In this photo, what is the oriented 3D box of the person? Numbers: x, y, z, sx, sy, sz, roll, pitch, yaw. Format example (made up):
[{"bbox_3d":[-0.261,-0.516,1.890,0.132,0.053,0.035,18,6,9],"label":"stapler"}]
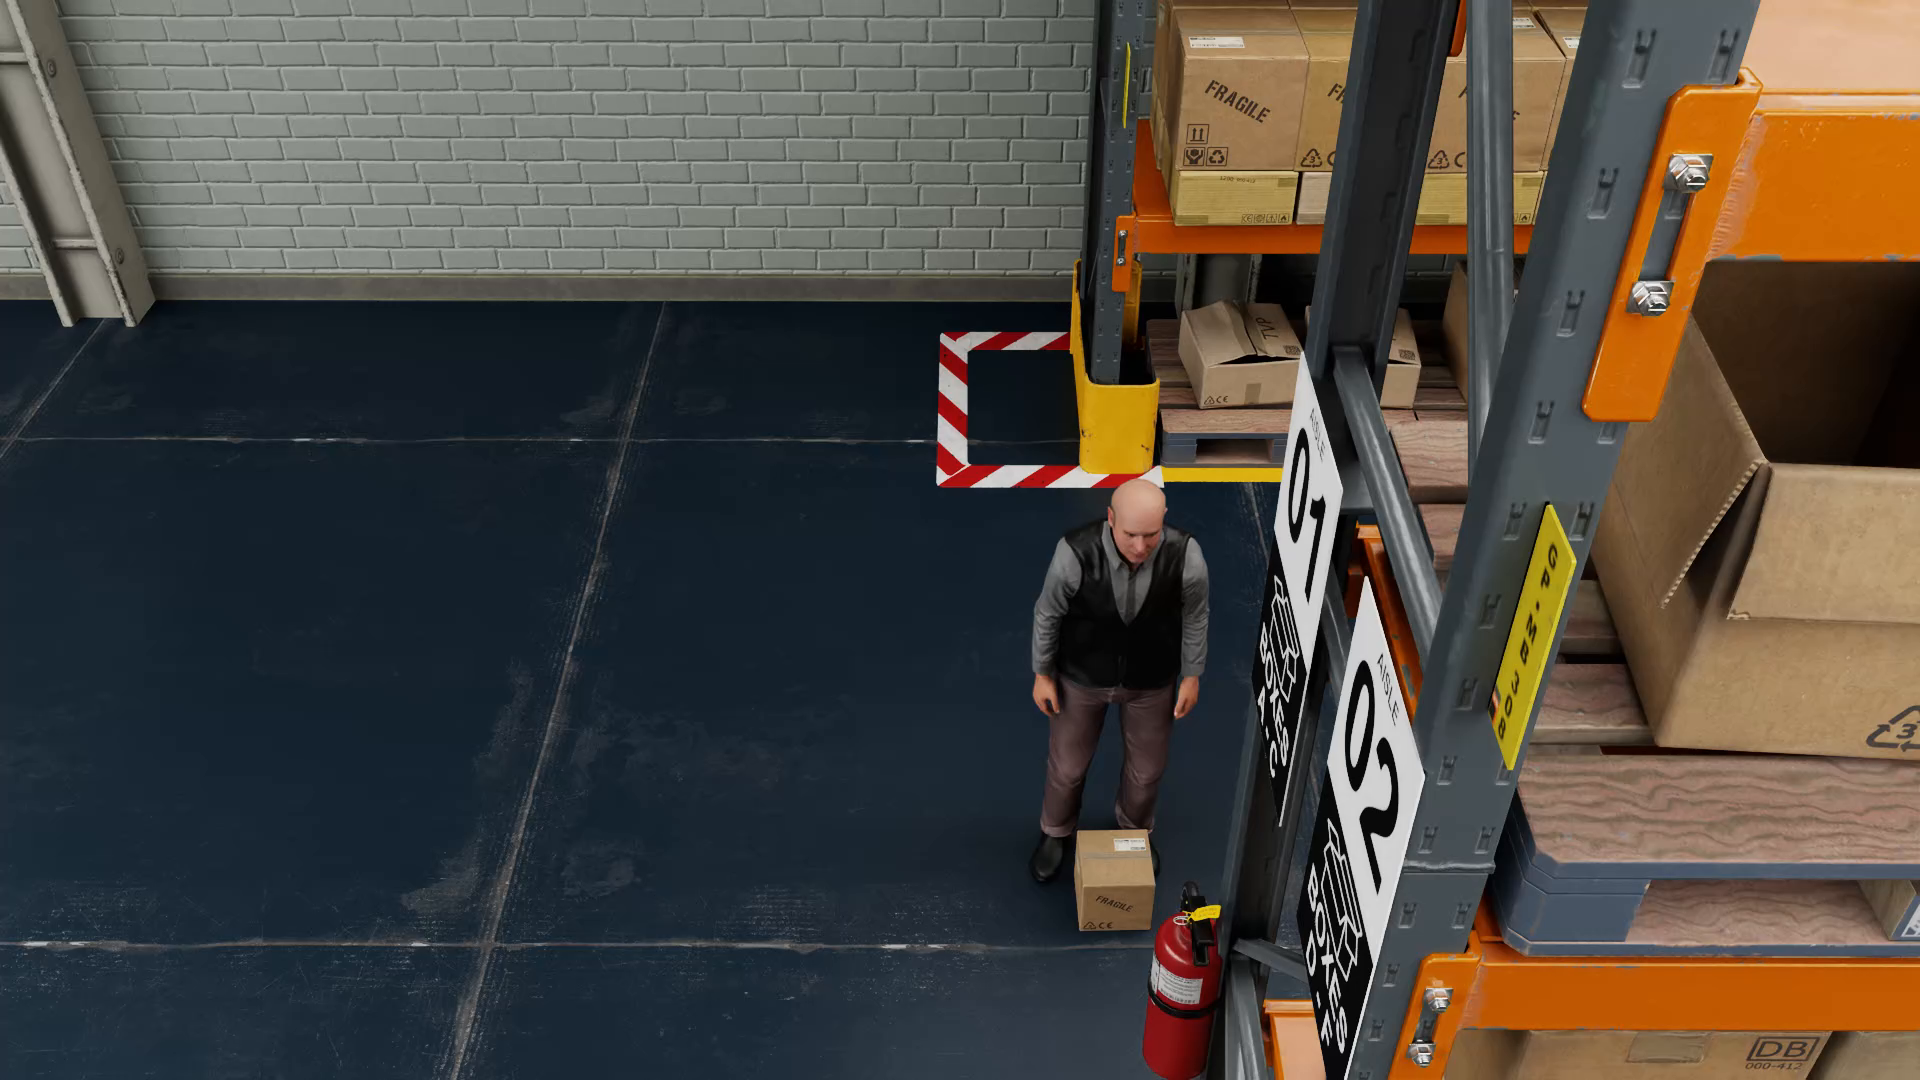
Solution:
[{"bbox_3d":[0.529,0.454,5.620,0.581,1.721,0.420,0,39,0],"label":"person"}]
